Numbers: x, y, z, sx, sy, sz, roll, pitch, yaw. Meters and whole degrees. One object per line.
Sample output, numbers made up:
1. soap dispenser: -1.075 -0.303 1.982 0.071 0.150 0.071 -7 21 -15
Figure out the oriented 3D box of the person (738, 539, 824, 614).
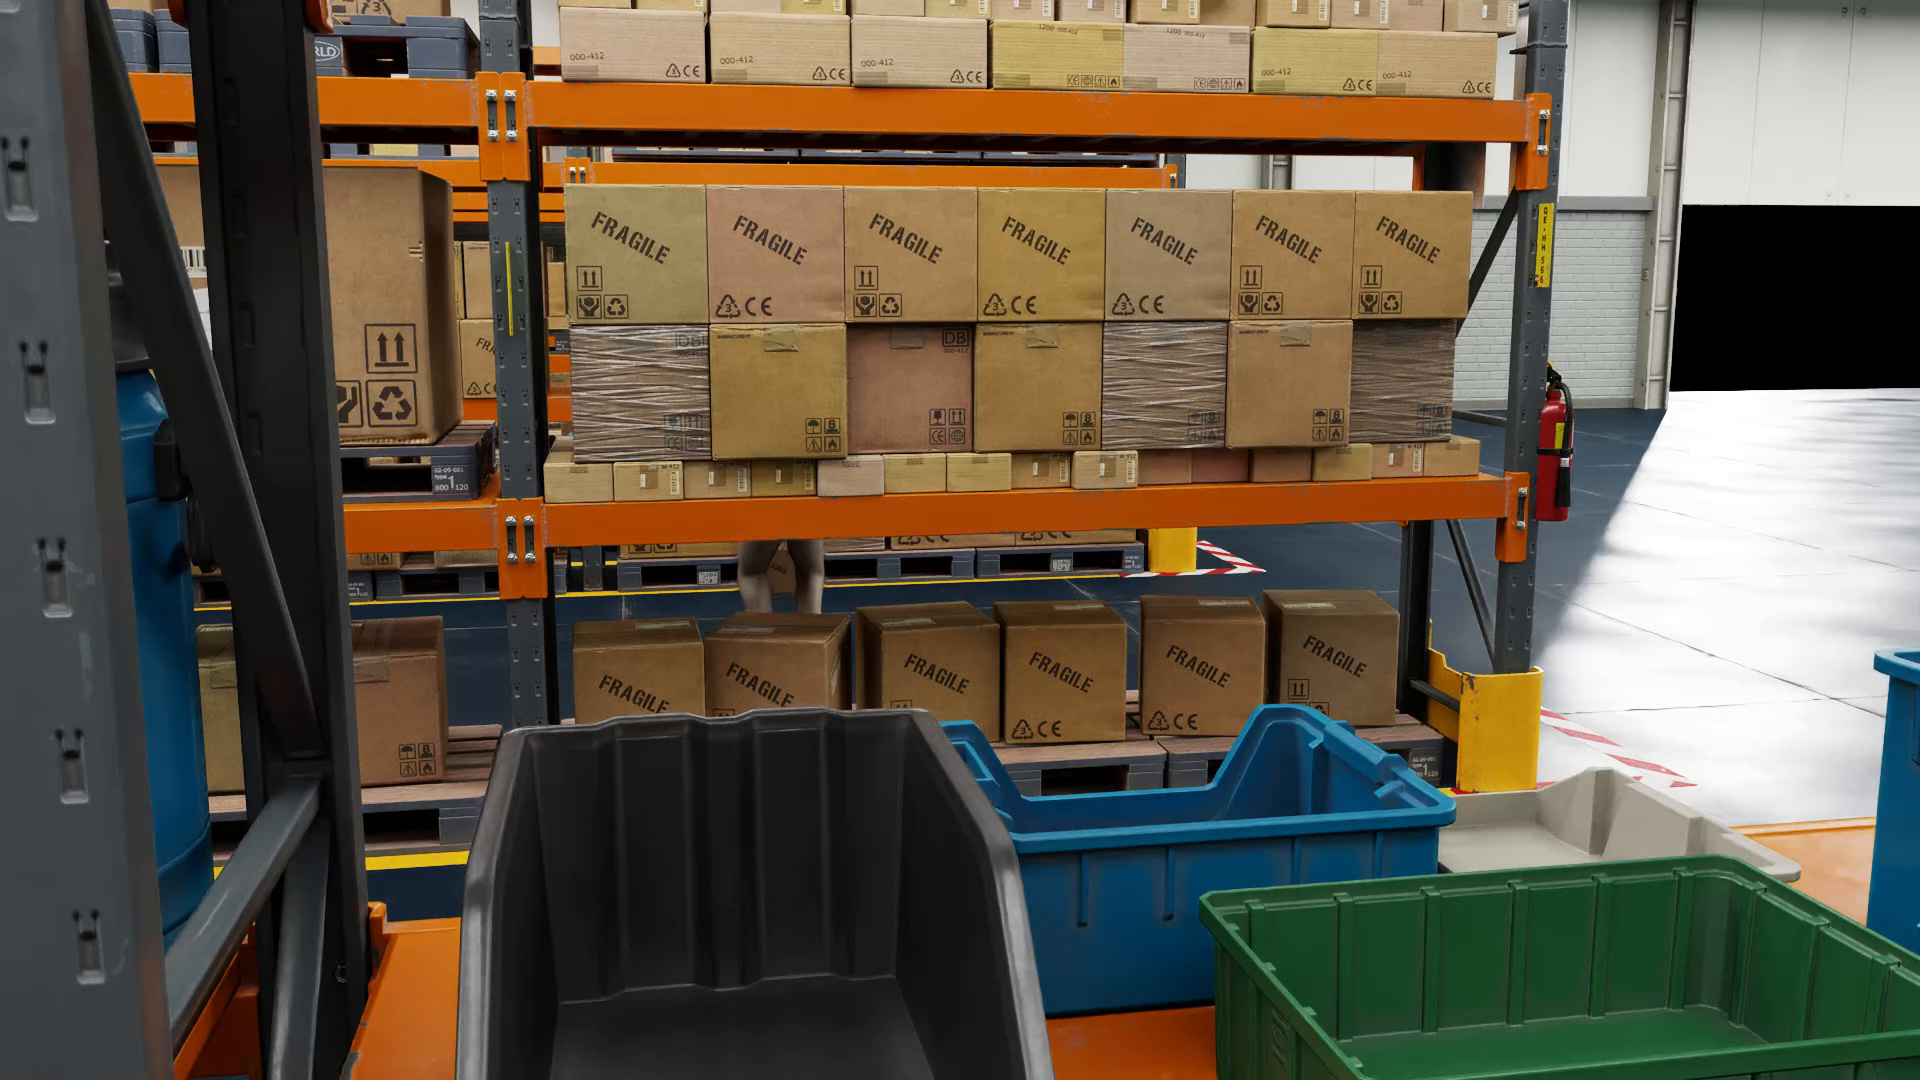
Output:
1. person: -1.021 0.042 9.312 0.480 1.023 0.956 -2 10 -13
